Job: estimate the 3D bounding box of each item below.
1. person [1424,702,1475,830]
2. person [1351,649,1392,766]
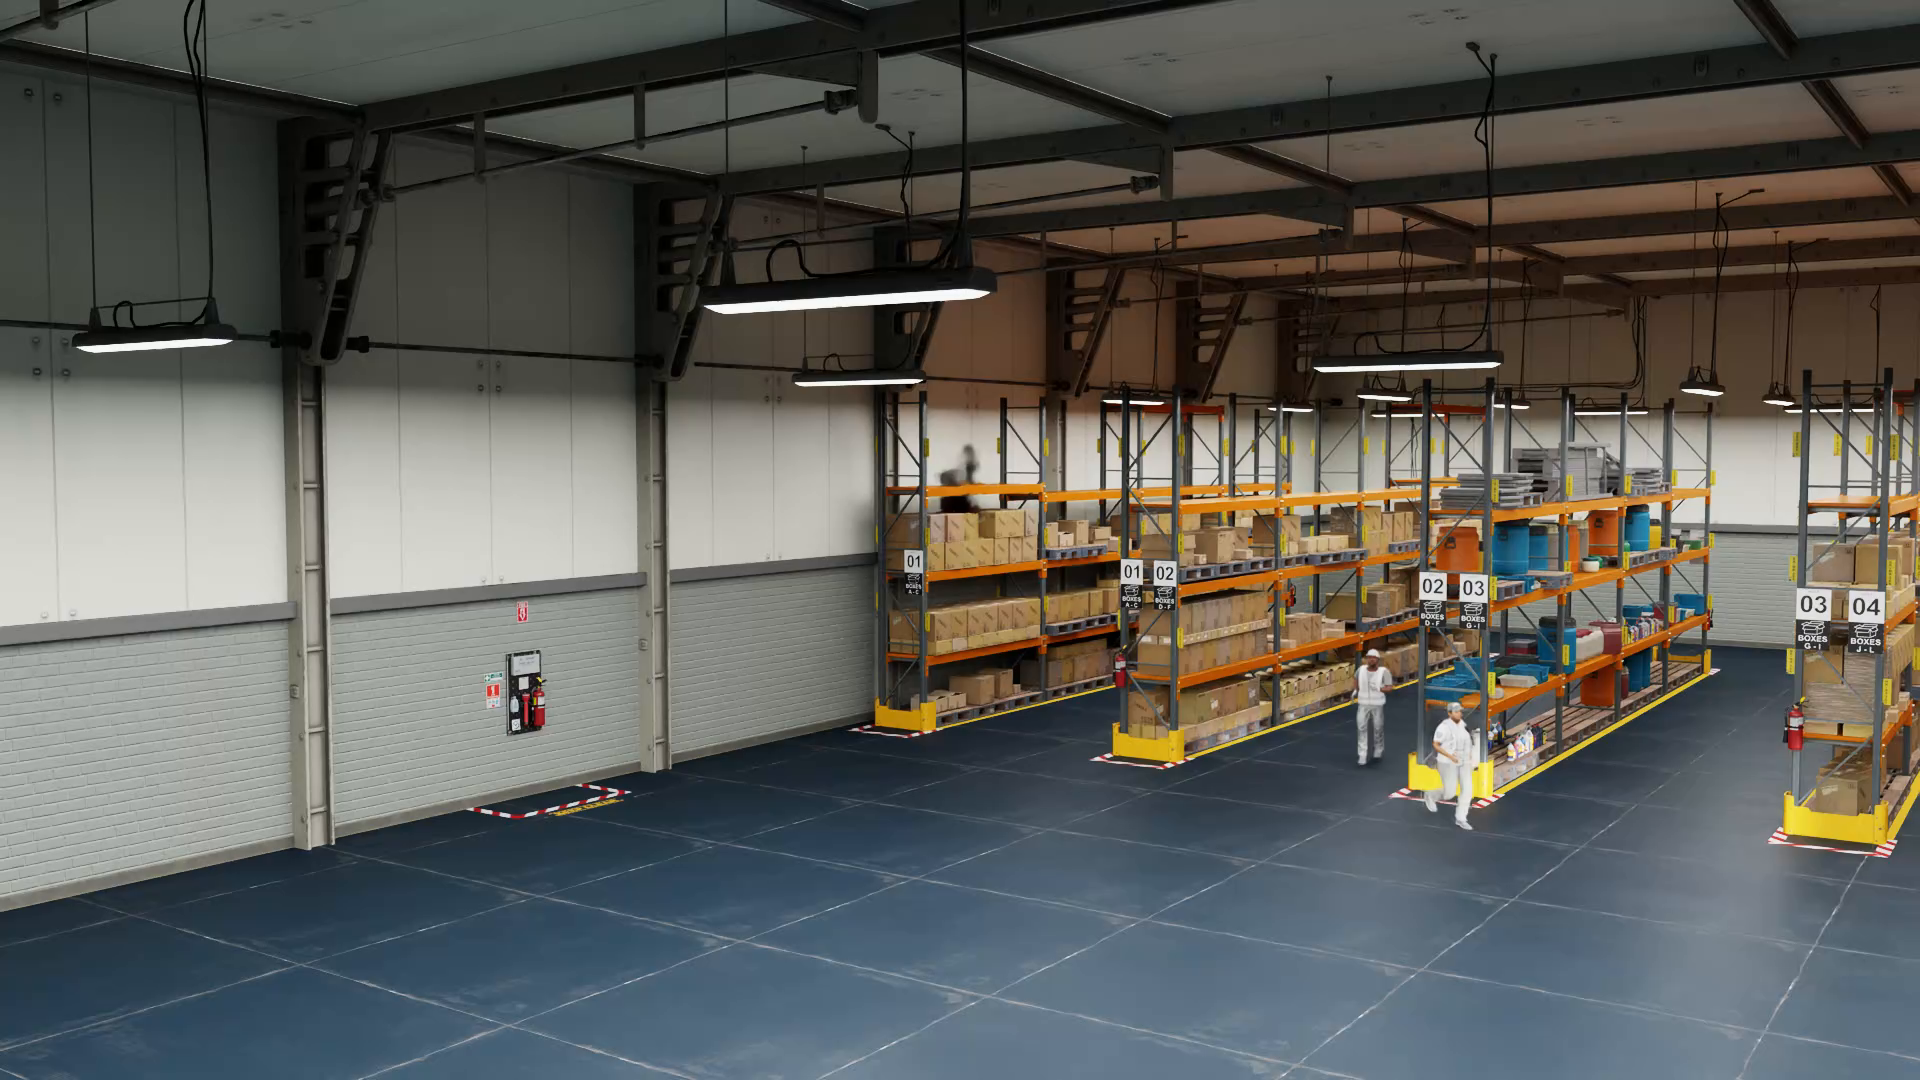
[{"bbox_3d":[6.533,2.975,22.098,0.621,1.665,0.769,-2,4,-27],"label":"person"},{"bbox_3d":[6.525,2.646,26.375,0.662,1.844,0.785,1,3,22],"label":"person"}]
